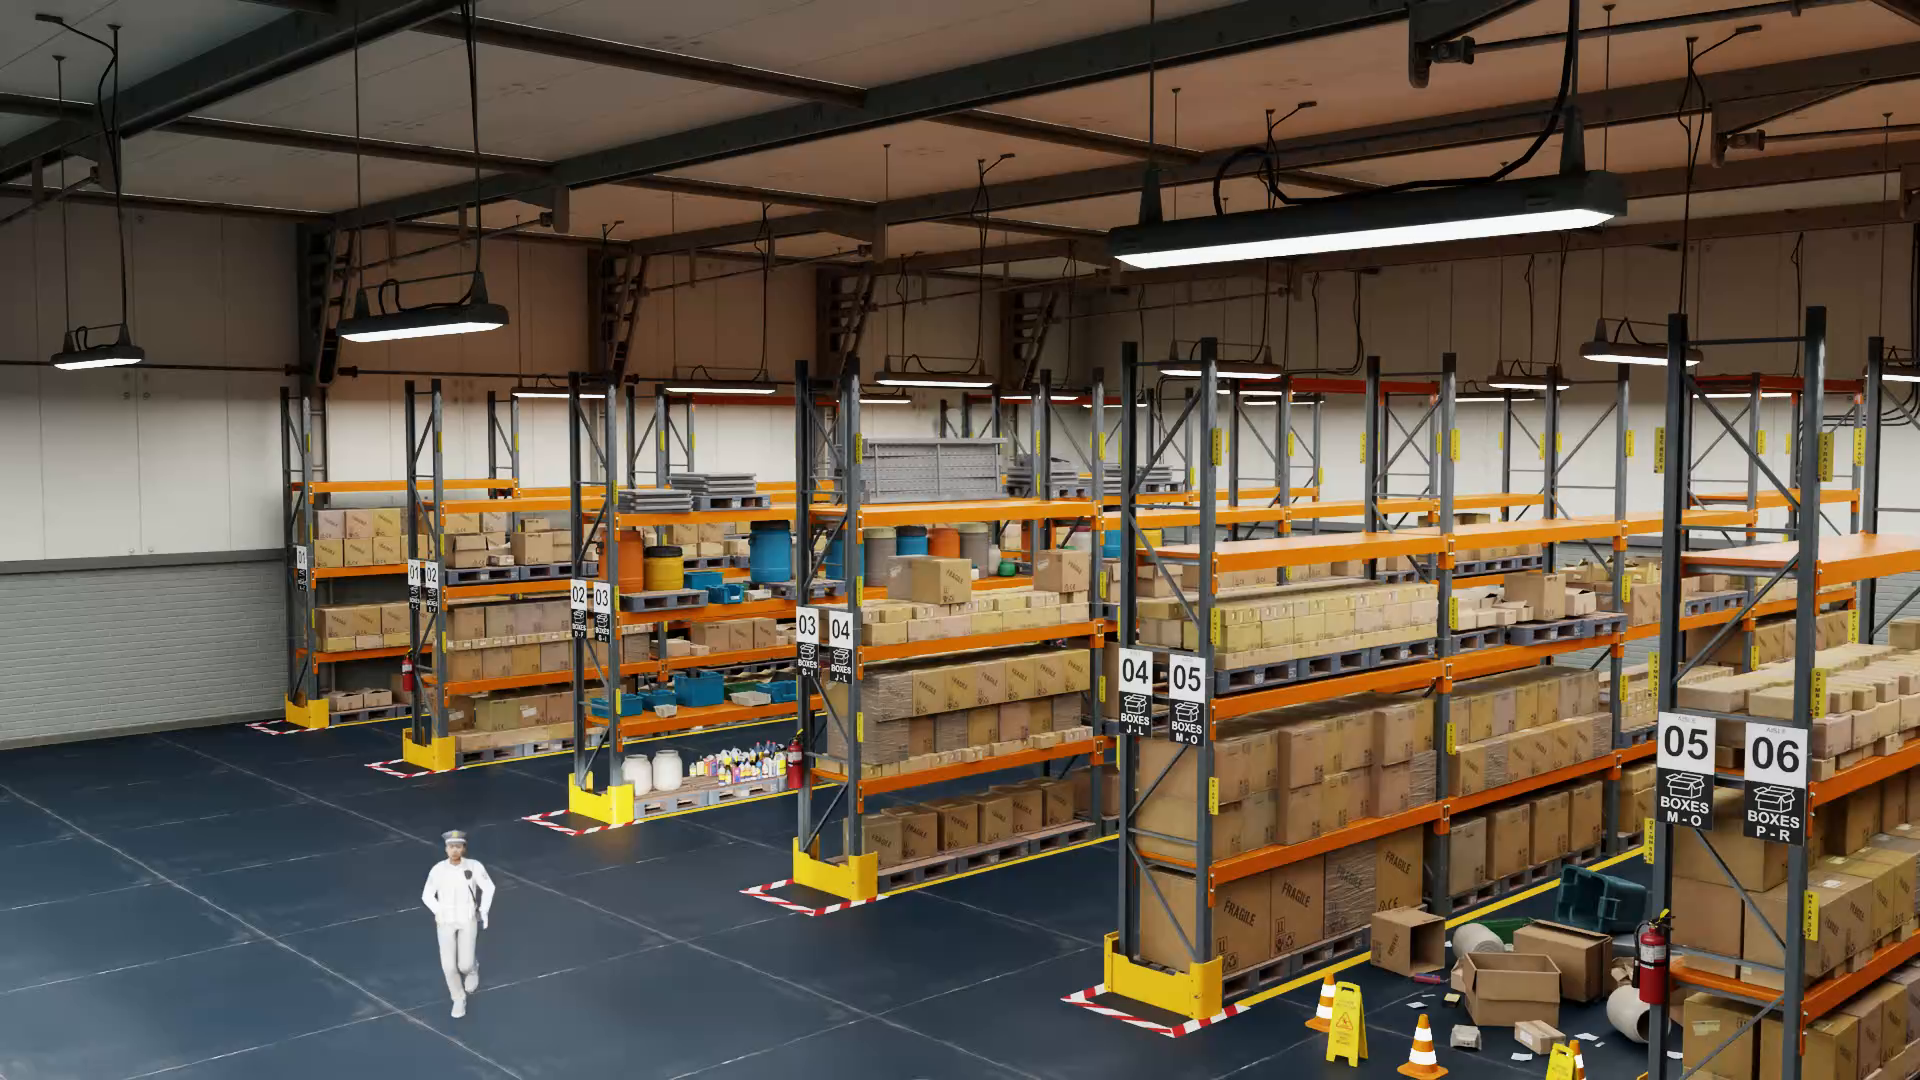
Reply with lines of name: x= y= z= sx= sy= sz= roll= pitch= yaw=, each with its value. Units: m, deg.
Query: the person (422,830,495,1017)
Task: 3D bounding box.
person: x=-4.477 y=3.399 z=14.831 sx=0.614 sy=1.658 sz=0.550 roll=-1 pitch=4 yaw=-10
